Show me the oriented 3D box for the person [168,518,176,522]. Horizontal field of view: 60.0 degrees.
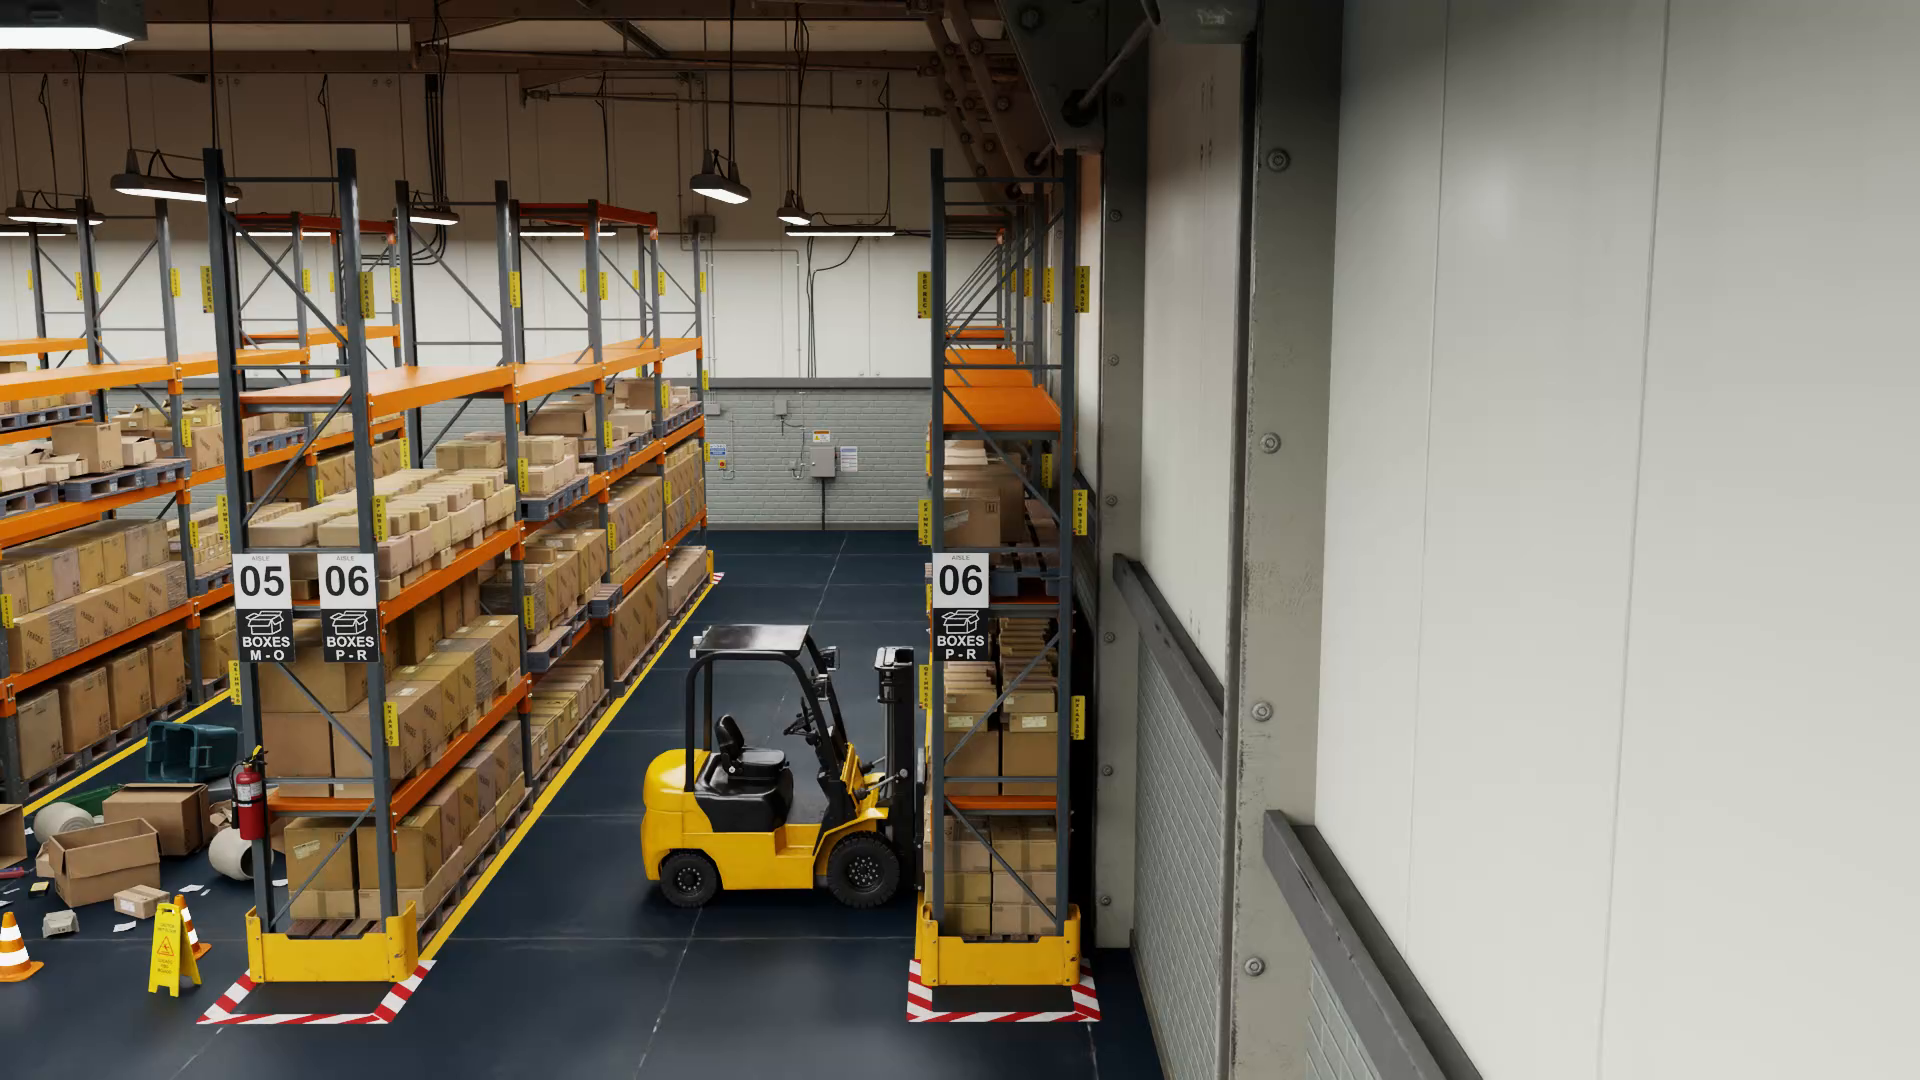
[{"bbox_3d":[-11.337,0.501,24.216,0.593,1.666,0.848,1,9,5],"label":"person"}]
